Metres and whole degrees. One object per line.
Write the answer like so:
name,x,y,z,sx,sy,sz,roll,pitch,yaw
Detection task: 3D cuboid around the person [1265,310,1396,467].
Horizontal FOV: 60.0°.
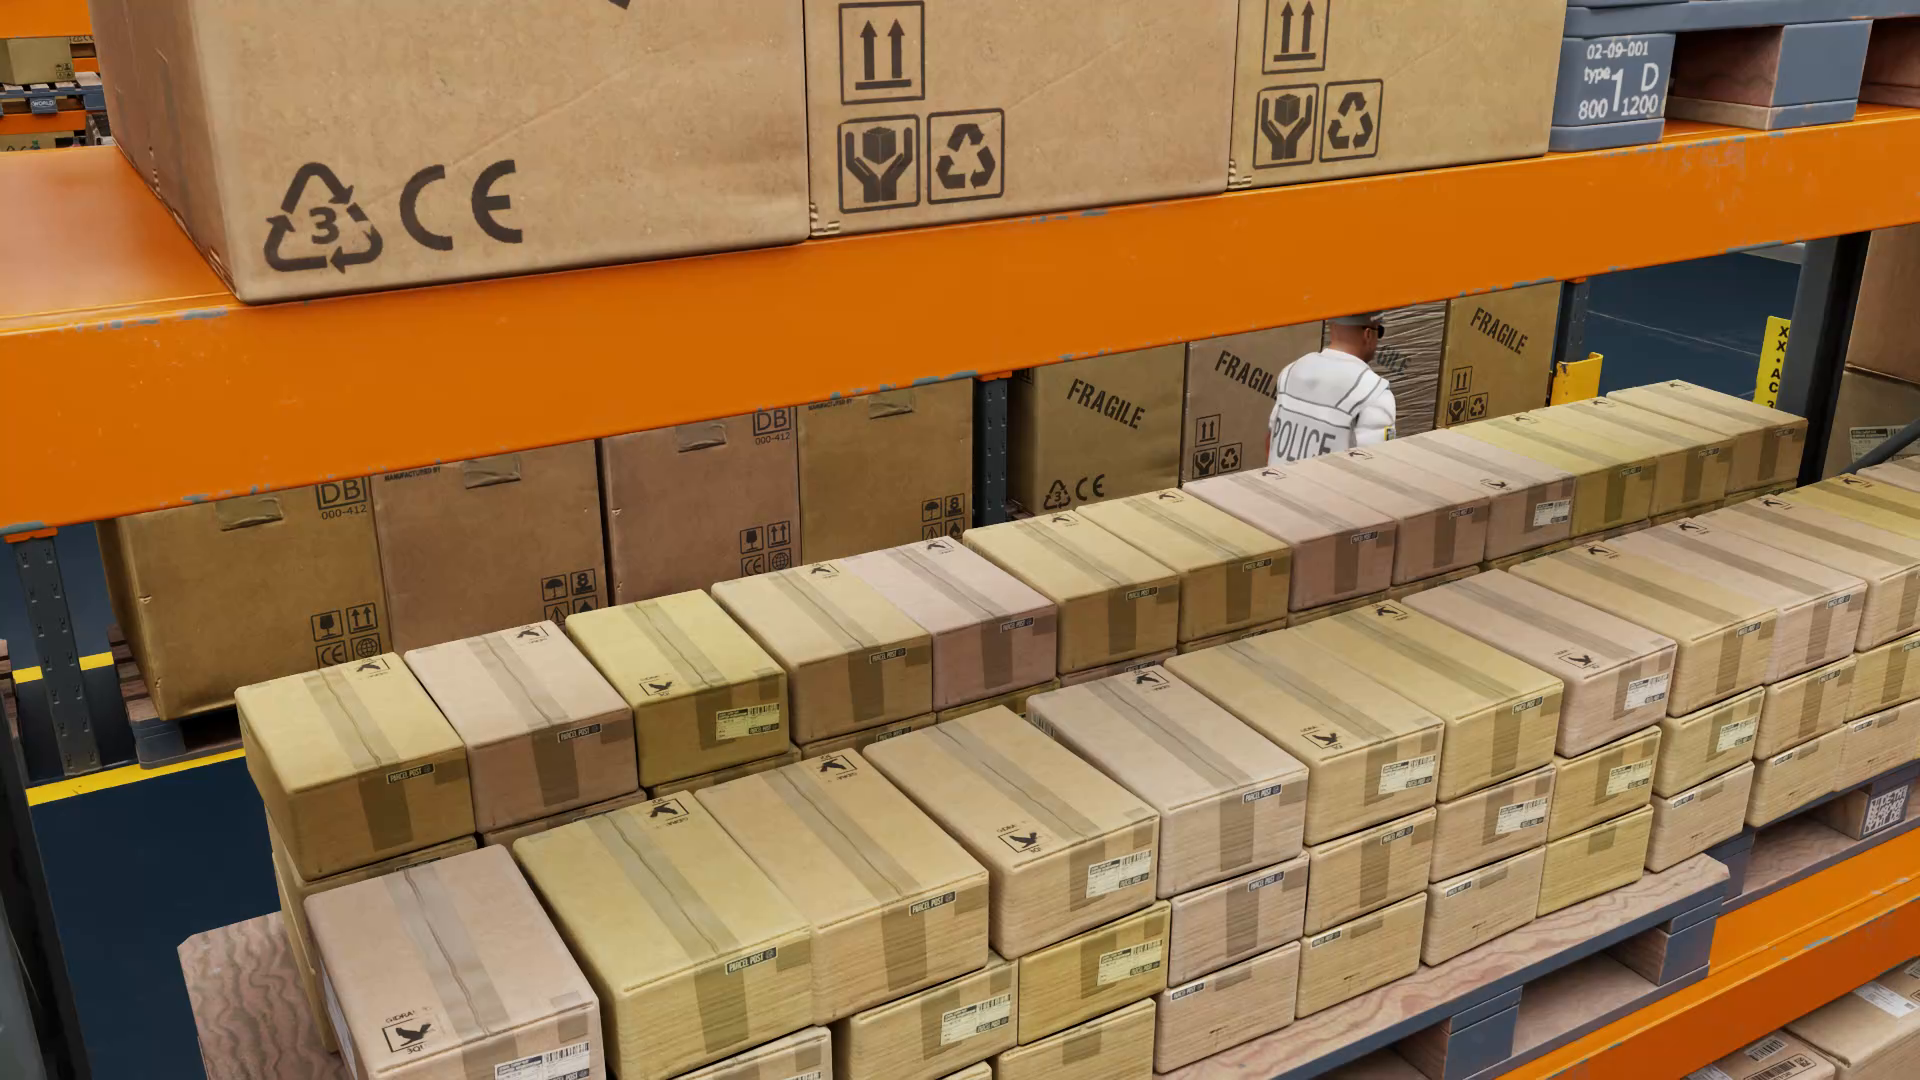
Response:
person,1.372,-0.055,6.217,0.437,1.747,0.596,-14,25,-31
